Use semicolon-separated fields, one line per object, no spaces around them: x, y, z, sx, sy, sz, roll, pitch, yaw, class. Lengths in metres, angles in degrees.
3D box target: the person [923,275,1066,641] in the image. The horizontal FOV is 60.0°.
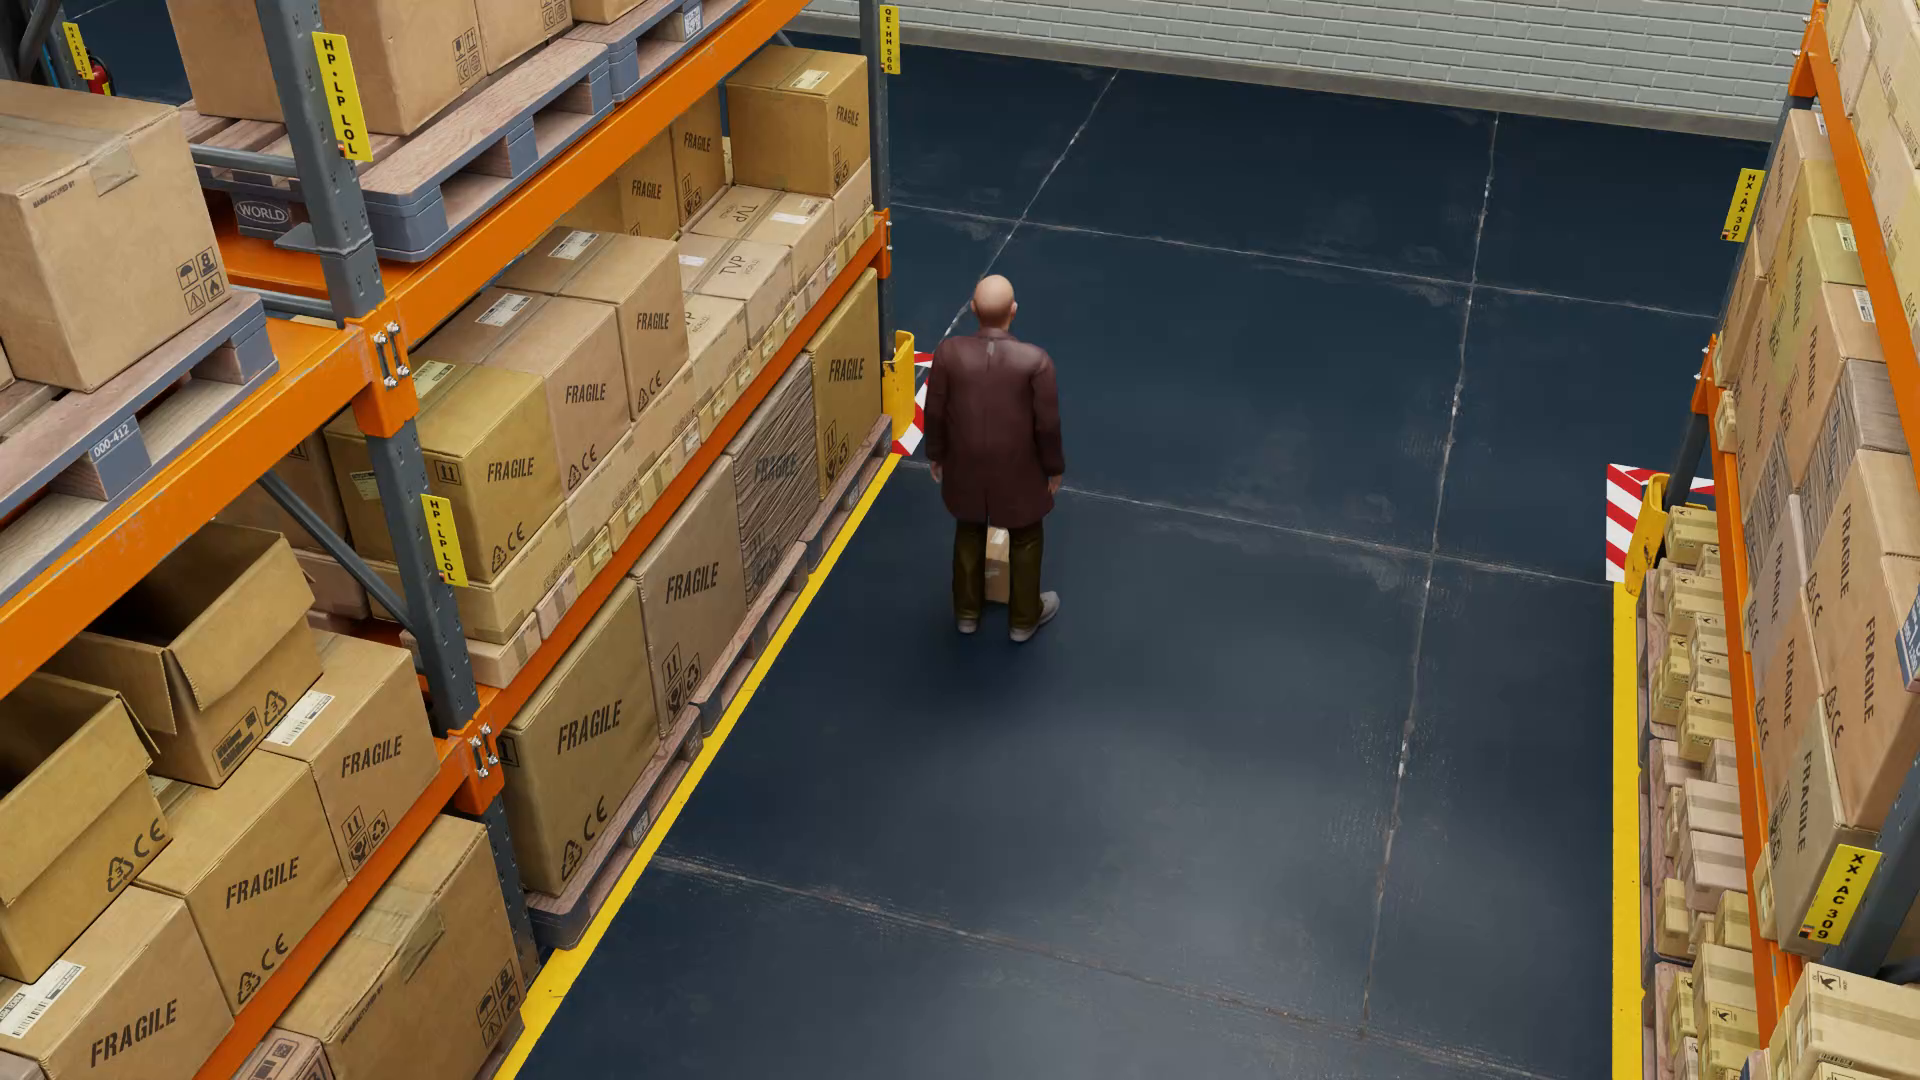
0.153;-0.342;7.368;0.640;1.772;0.428;9;38;12;person
